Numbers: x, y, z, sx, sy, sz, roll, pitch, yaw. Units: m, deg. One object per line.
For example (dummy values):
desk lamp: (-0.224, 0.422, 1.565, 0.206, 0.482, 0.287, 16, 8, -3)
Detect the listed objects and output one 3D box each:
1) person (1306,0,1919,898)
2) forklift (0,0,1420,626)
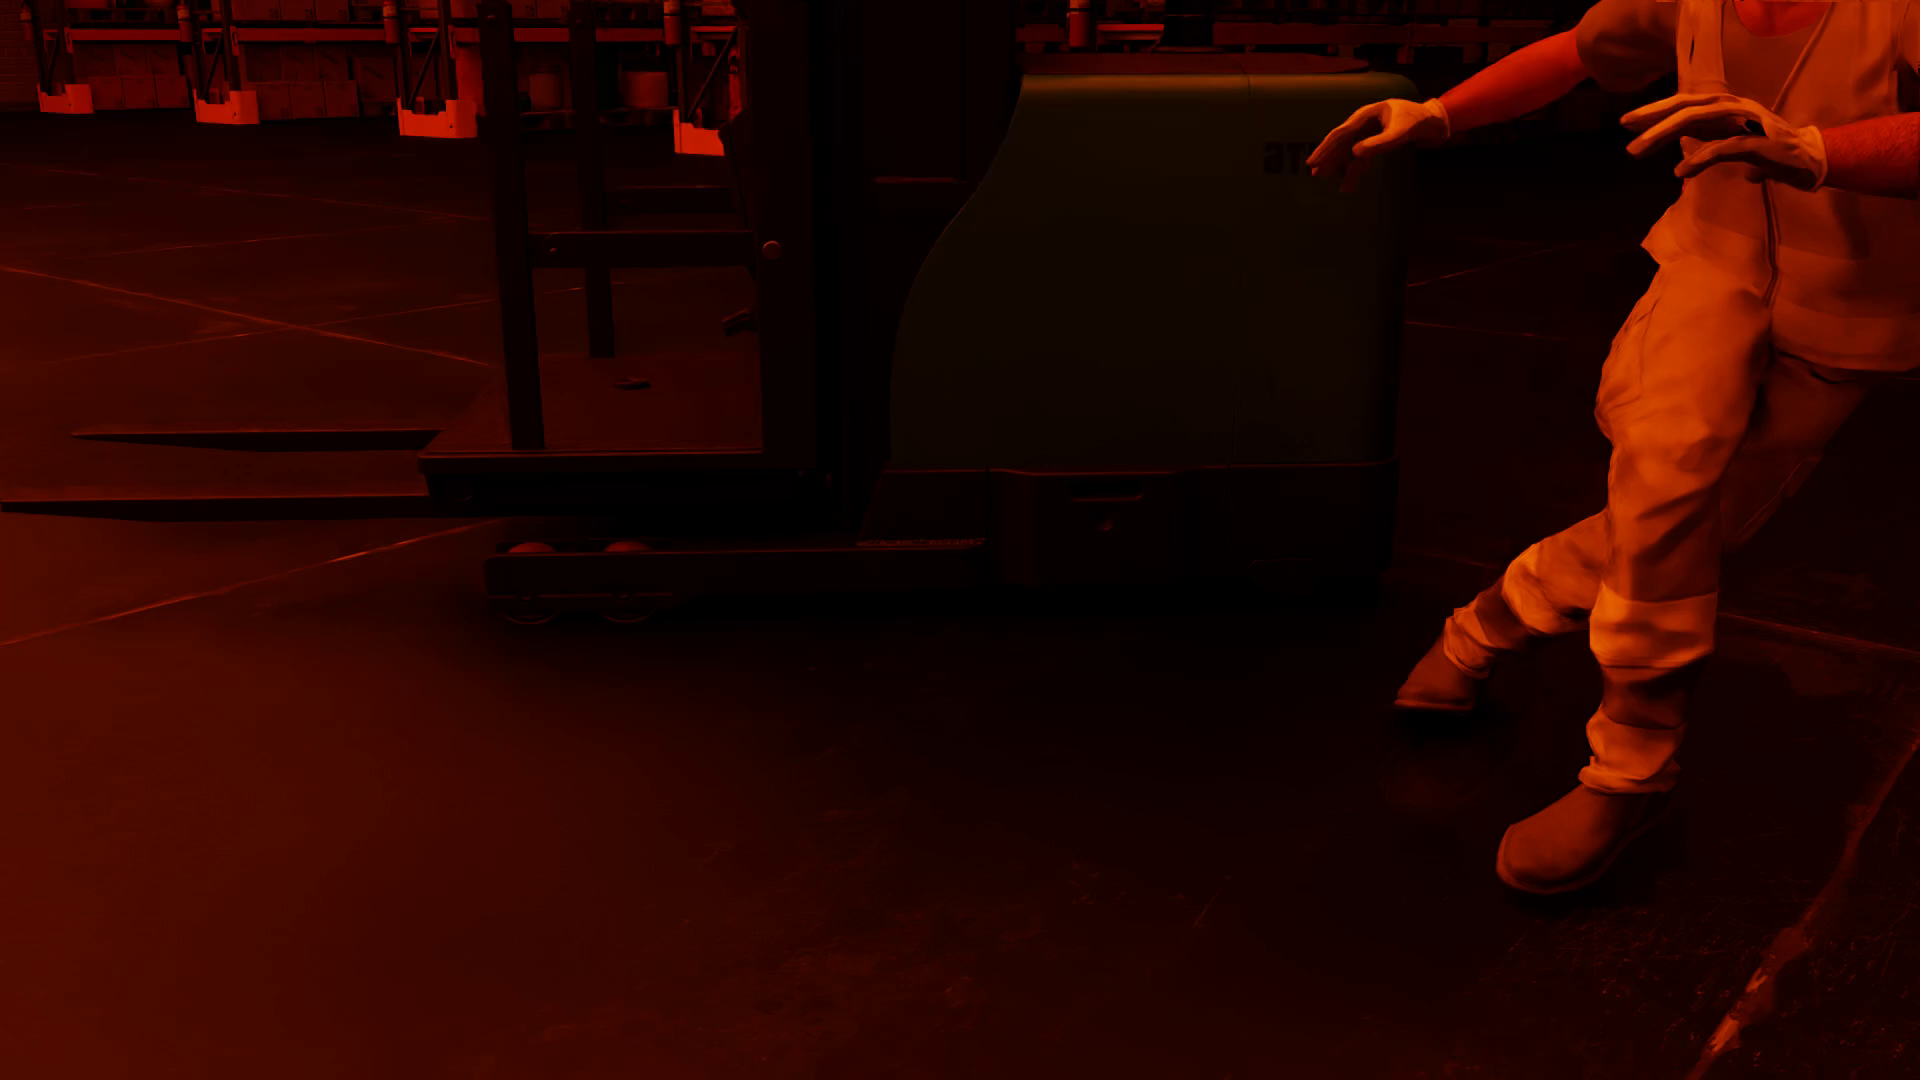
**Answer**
person: (0.894, -0.305, 2.276, 1.000, 1.517, 0.946, 13, 21, 37)
forklift: (-0.620, -1.387, 3.465, 3.031, 2.935, 1.130, -1, 17, -3)
